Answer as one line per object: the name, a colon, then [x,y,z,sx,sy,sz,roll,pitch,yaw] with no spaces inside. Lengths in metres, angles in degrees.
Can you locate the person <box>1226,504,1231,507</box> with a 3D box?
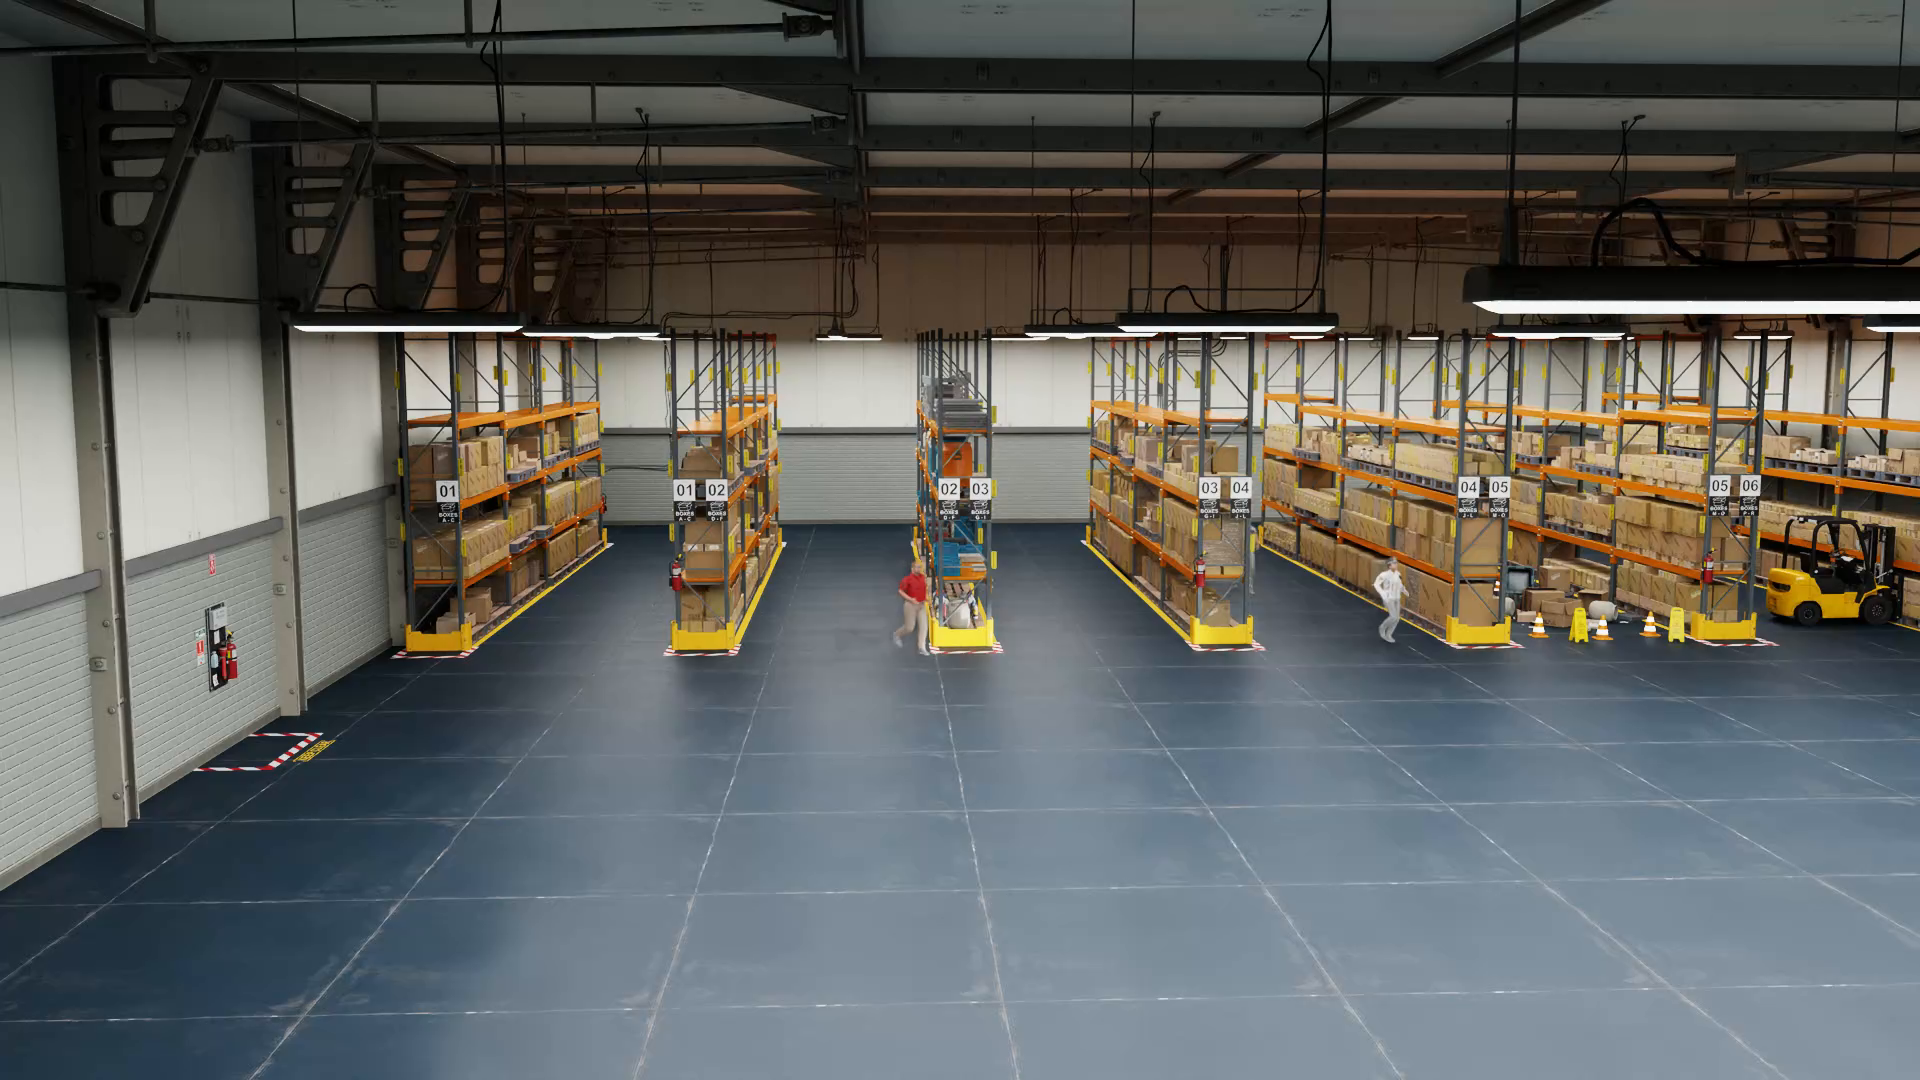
person: [7.437,-0.783,48.155,0.559,1.688,0.745,-6,9,-40]

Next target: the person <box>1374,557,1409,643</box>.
person: [8.323,1.143,31.967,0.637,1.657,0.540,-3,7,-26]

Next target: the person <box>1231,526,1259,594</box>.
person: [6.603,0.309,38.557,0.674,1.840,0.929,-1,7,-6]

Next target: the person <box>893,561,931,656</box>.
person: [-0.836,1.250,30.855,0.690,1.722,0.923,-6,9,-41]

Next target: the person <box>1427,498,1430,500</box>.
person: [14.095,-0.916,49.489,0.853,1.698,0.581,2,7,20]
